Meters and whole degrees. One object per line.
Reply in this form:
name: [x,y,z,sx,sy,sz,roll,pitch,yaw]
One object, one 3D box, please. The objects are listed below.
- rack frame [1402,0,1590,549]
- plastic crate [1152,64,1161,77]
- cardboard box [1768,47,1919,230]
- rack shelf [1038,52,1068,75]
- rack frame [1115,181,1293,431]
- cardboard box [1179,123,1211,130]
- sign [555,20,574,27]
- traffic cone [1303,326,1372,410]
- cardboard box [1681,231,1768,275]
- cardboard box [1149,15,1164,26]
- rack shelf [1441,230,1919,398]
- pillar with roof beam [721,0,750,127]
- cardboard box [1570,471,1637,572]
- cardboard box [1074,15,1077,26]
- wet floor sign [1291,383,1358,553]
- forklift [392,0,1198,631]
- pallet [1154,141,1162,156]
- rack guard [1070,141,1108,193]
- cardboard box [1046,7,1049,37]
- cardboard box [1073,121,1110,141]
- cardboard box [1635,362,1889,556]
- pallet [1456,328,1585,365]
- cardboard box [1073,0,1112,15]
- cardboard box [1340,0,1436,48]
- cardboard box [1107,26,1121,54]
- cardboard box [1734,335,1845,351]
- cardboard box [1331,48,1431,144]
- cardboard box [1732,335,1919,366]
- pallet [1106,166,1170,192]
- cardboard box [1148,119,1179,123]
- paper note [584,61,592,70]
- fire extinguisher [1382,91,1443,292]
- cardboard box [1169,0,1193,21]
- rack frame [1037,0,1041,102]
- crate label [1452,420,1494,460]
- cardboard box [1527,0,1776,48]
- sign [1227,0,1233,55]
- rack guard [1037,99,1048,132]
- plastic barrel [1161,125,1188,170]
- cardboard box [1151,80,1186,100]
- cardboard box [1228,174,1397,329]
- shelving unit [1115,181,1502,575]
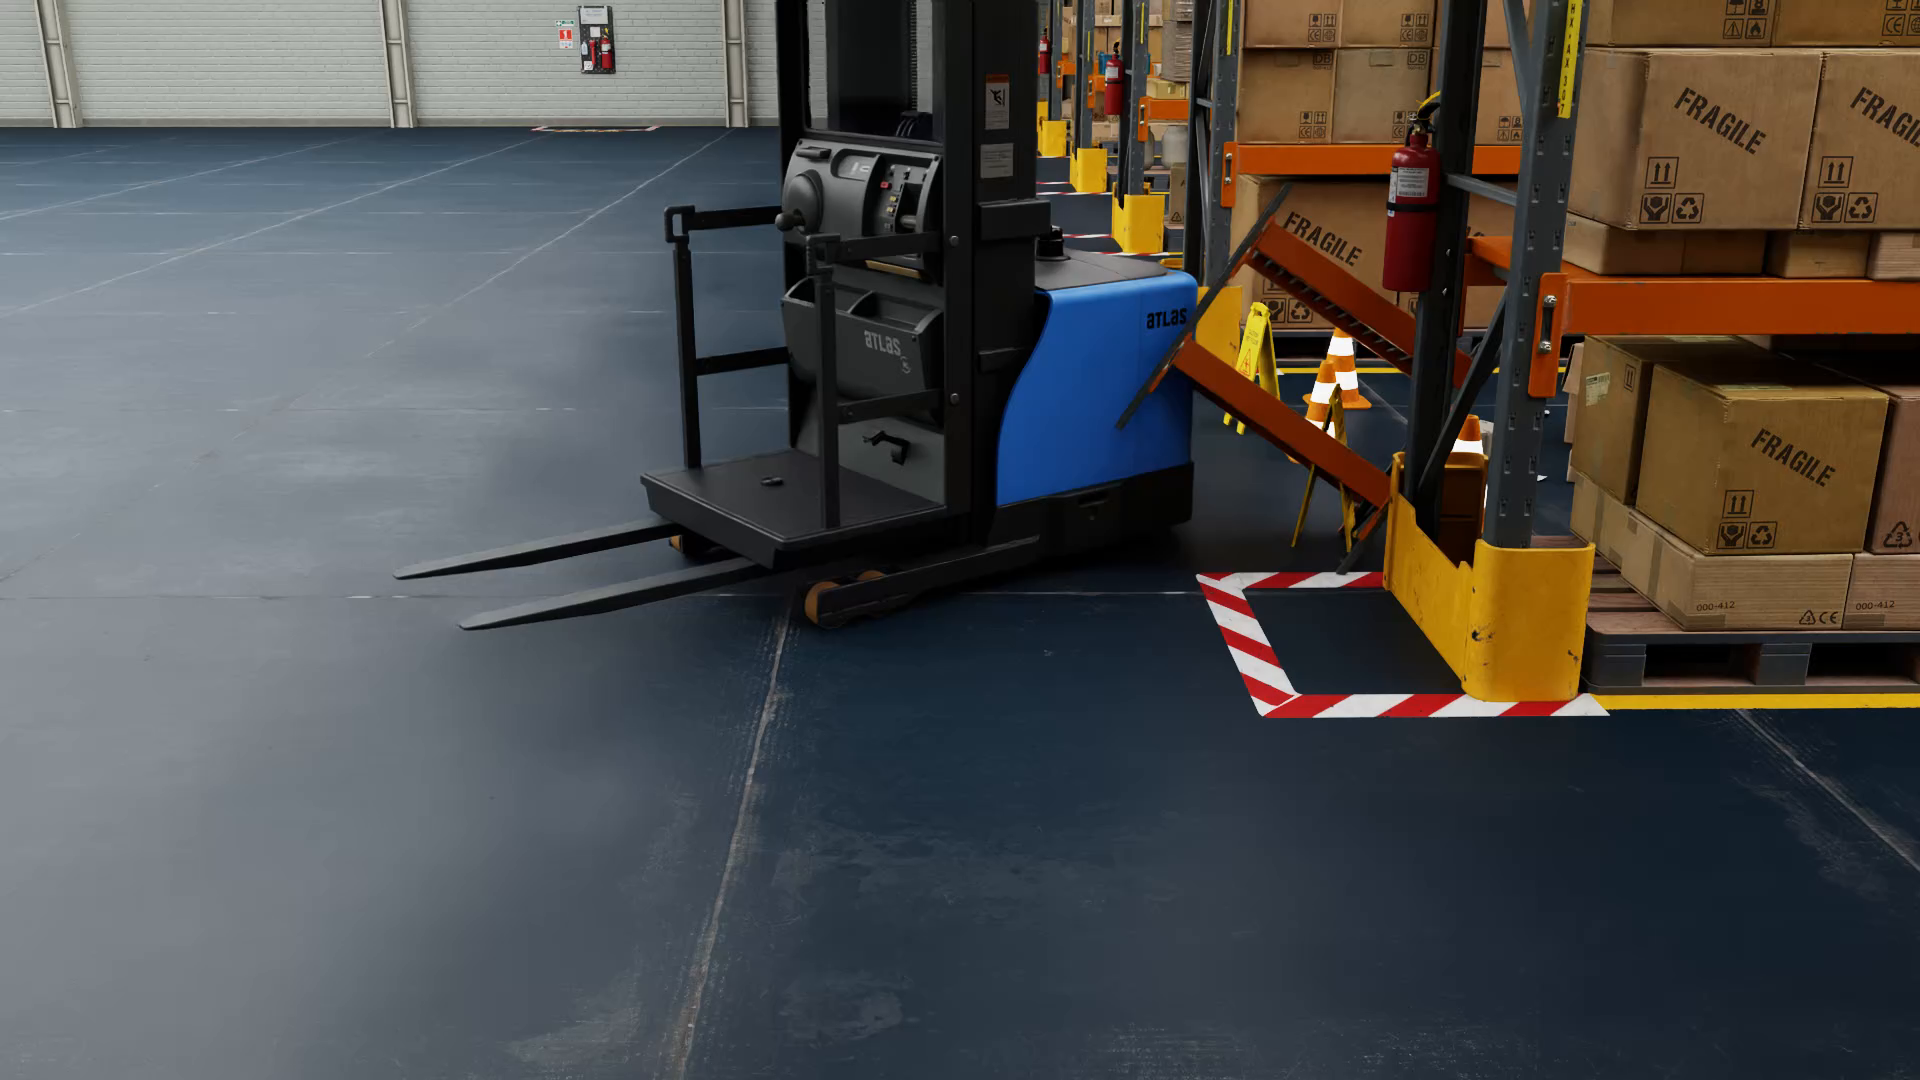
rack frame: [1.690,-1.100,5.287,0.127,3.000,1.000,0,18,-1]
plastic crate: [2.355,-5.420,19.186,0.250,0.136,0.298,0,18,-1]
cardboard box: [2.686,-1.211,4.981,0.500,0.500,0.500,0,18,1]
rack shelf: [3.299,-8.333,29.011,4.000,0.370,1.077,0,18,-1]
rack frame: [0.945,-0.902,6.578,0.032,1.125,0.500,35,5,1]
cardboard box: [3.421,-5.985,24.327,0.500,0.250,0.500,0,18,-1]
sign: [-7.035,-9.199,29.609,0.331,0.109,0.001,0,18,-1]
traffic cone: [2.064,-0.973,9.042,0.334,0.463,0.336,0,18,-1]
cardboard box: [2.285,-0.925,5.151,0.250,0.149,0.380,0,18,0]
cardboard box: [2.809,-7.451,23.858,0.250,0.149,0.380,-1,18,-3]
rack shelf: [3.690,-0.768,5.427,4.000,0.370,1.077,0,18,-1]
pillar with roof beam: [-3.946,-10.446,24.599,0.400,9.000,9.100,0,18,-1]
cardboard box: [2.518,-0.077,5.912,0.500,0.250,0.500,0,18,-1]
cardboard box: [1.777,-7.445,23.841,0.250,0.149,0.380,0,18,-1]
wet floor sign: [1.483,-0.305,6.663,0.232,0.644,0.267,6,19,18]
forklift: [-0.533,-1.266,5.916,3.031,2.935,1.130,-13,22,-35]
pallet: [3.362,-5.846,24.647,1.213,0.211,1.003,0,18,-1]
rack guard: [1.531,-4.464,19.866,0.348,0.500,1.175,0,18,-1]
cardboard box: [1.767,-9.028,28.985,0.500,0.500,0.500,0,18,-1]
cardboard box: [1.921,-5.978,24.306,0.500,0.250,0.500,0,18,-1]
cardboard box: [2.525,-0.268,5.279,0.500,0.500,0.500,-1,18,-3]
pallet: [3.526,-1.317,10.527,1.213,0.211,1.003,0,18,-1]
cardboard box: [1.901,-7.817,23.937,0.500,0.500,0.700,0,18,-1]
cardboard box: [2.431,-3.218,9.876,0.550,0.550,0.875,0,18,-1]
cardboard box: [2.373,-7.203,24.146,0.500,0.500,0.700,0,18,1]
cardboard box: [2.853,-0.763,5.759,0.250,0.149,0.380,0,18,1]
cardboard box: [2.431,-2.708,10.054,0.550,0.550,0.875,0,18,-1]
cardboard box: [3.009,-0.435,5.800,0.500,0.500,0.500,0,18,1]
pallet: [2.343,-4.329,19.917,1.213,0.211,1.003,0,18,-1]
cardboard box: [2.920,-6.344,24.221,0.500,0.500,0.500,0,18,-1]
paper note: [-6.663,-8.505,29.811,0.142,0.148,0.016,0,18,-1]
fire extinguisher: [1.568,-1.204,5.736,0.183,0.674,0.296,0,18,-1]
cardboard box: [2.088,-4.712,14.258,0.500,0.500,0.500,0,18,-1]
rack frame: [1.299,-8.666,28.871,0.127,3.000,1.000,0,18,-1]
crate label: [2.527,-0.494,8.082,0.298,0.136,0.250,-10,20,-29]
cardboard box: [2.198,-1.835,5.290,0.500,0.500,0.700,-1,18,-2]
sign: [1.514,-2.892,9.326,0.005,0.325,0.100,0,18,-1]
rack guard: [1.375,-7.476,29.254,0.348,0.500,1.175,0,18,-1]
plastic barrel: [2.614,-4.684,19.844,0.421,0.512,0.421,0,18,0]
cardboard box: [1.823,-3.936,14.538,0.250,0.149,0.380,0,18,-1]
cardboard box: [2.188,-1.823,10.332,0.875,0.875,0.875,0,18,-1]
shelving unit: [1.361,-0.610,6.565,1.048,1.125,0.538,35,5,1]
